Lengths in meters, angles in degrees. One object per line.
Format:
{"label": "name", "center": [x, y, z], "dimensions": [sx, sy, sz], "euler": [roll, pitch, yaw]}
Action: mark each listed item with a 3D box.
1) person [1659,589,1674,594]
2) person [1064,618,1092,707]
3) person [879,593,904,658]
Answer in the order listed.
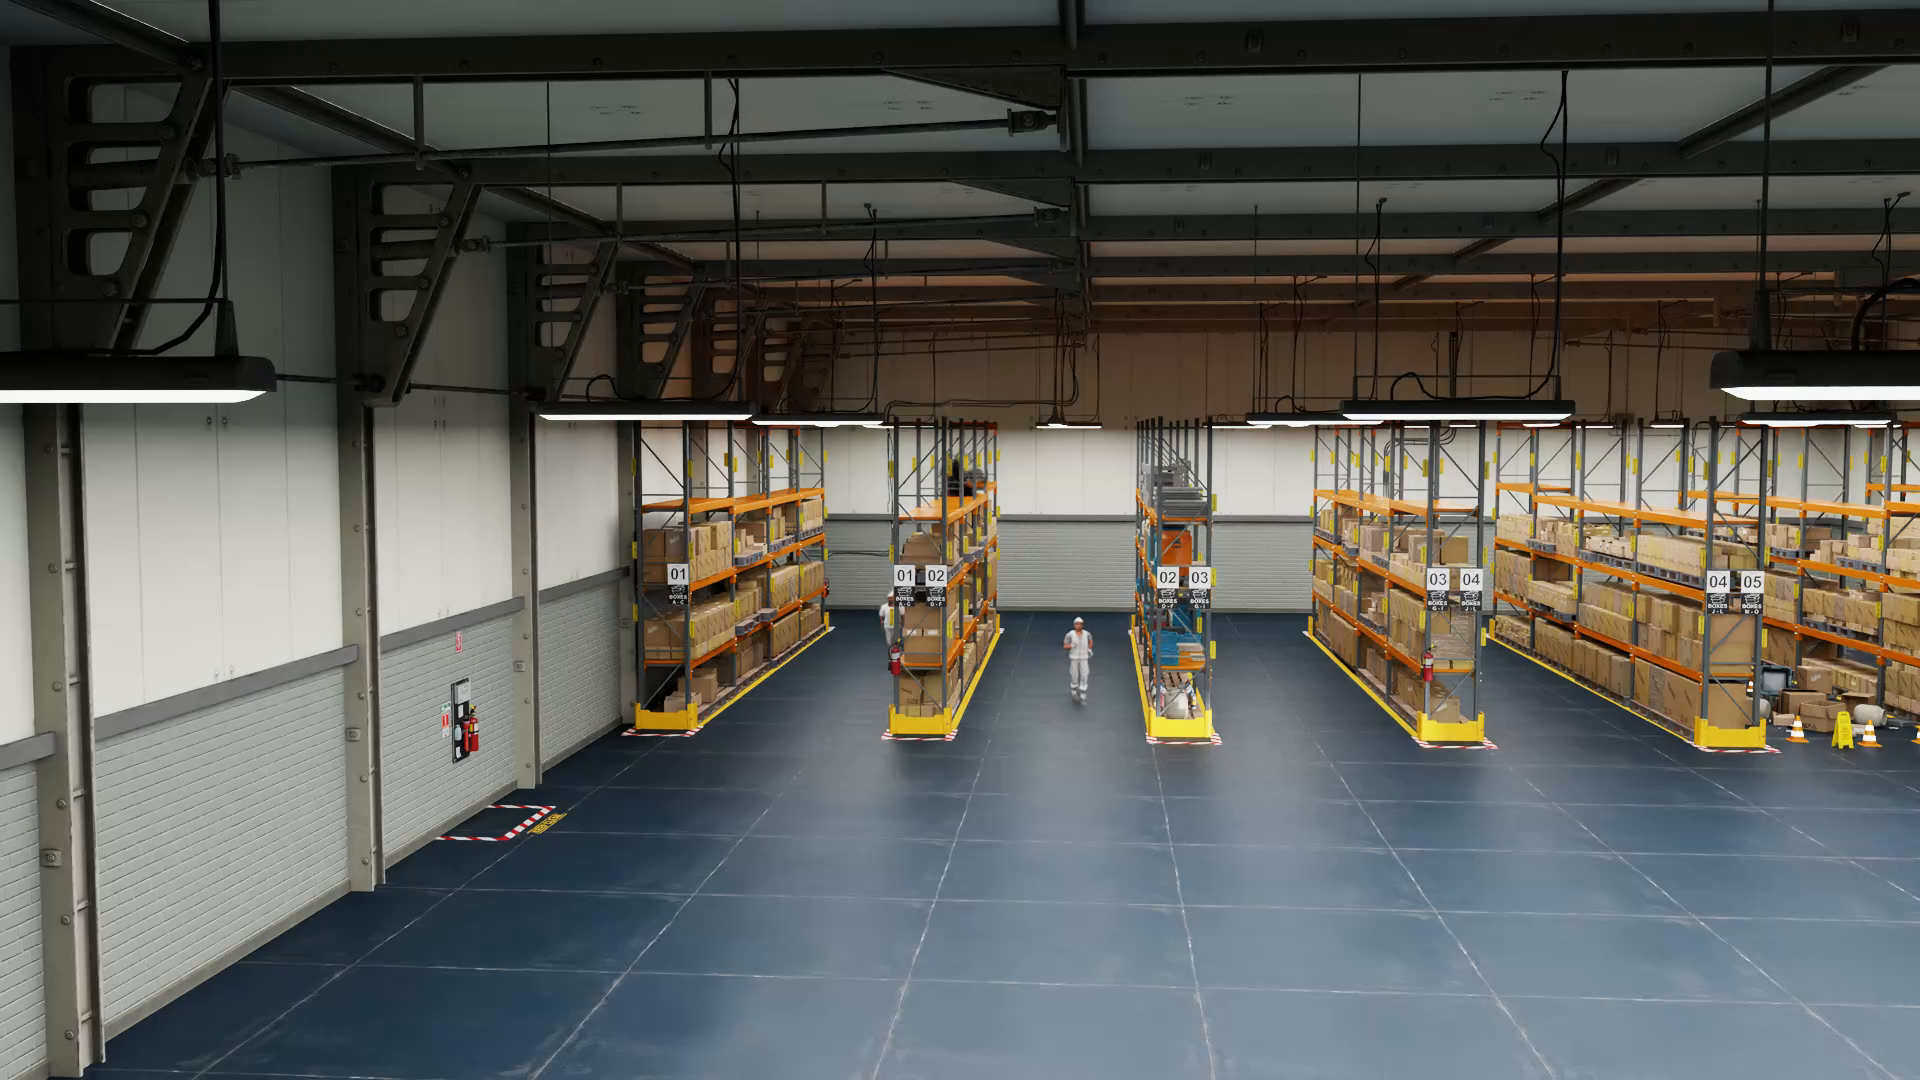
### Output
{"label": "person", "center": [20.074, 1.860, 47.255], "dimensions": [0.813, 1.570, 0.580], "euler": [2, 4, 30]}
{"label": "person", "center": [2.483, 2.531, 34.821], "dimensions": [0.636, 1.821, 0.843], "euler": [0, 4, -3]}
{"label": "person", "center": [-1.684, 2.166, 41.183], "dimensions": [0.674, 1.721, 0.569], "euler": [0, 4, 6]}
